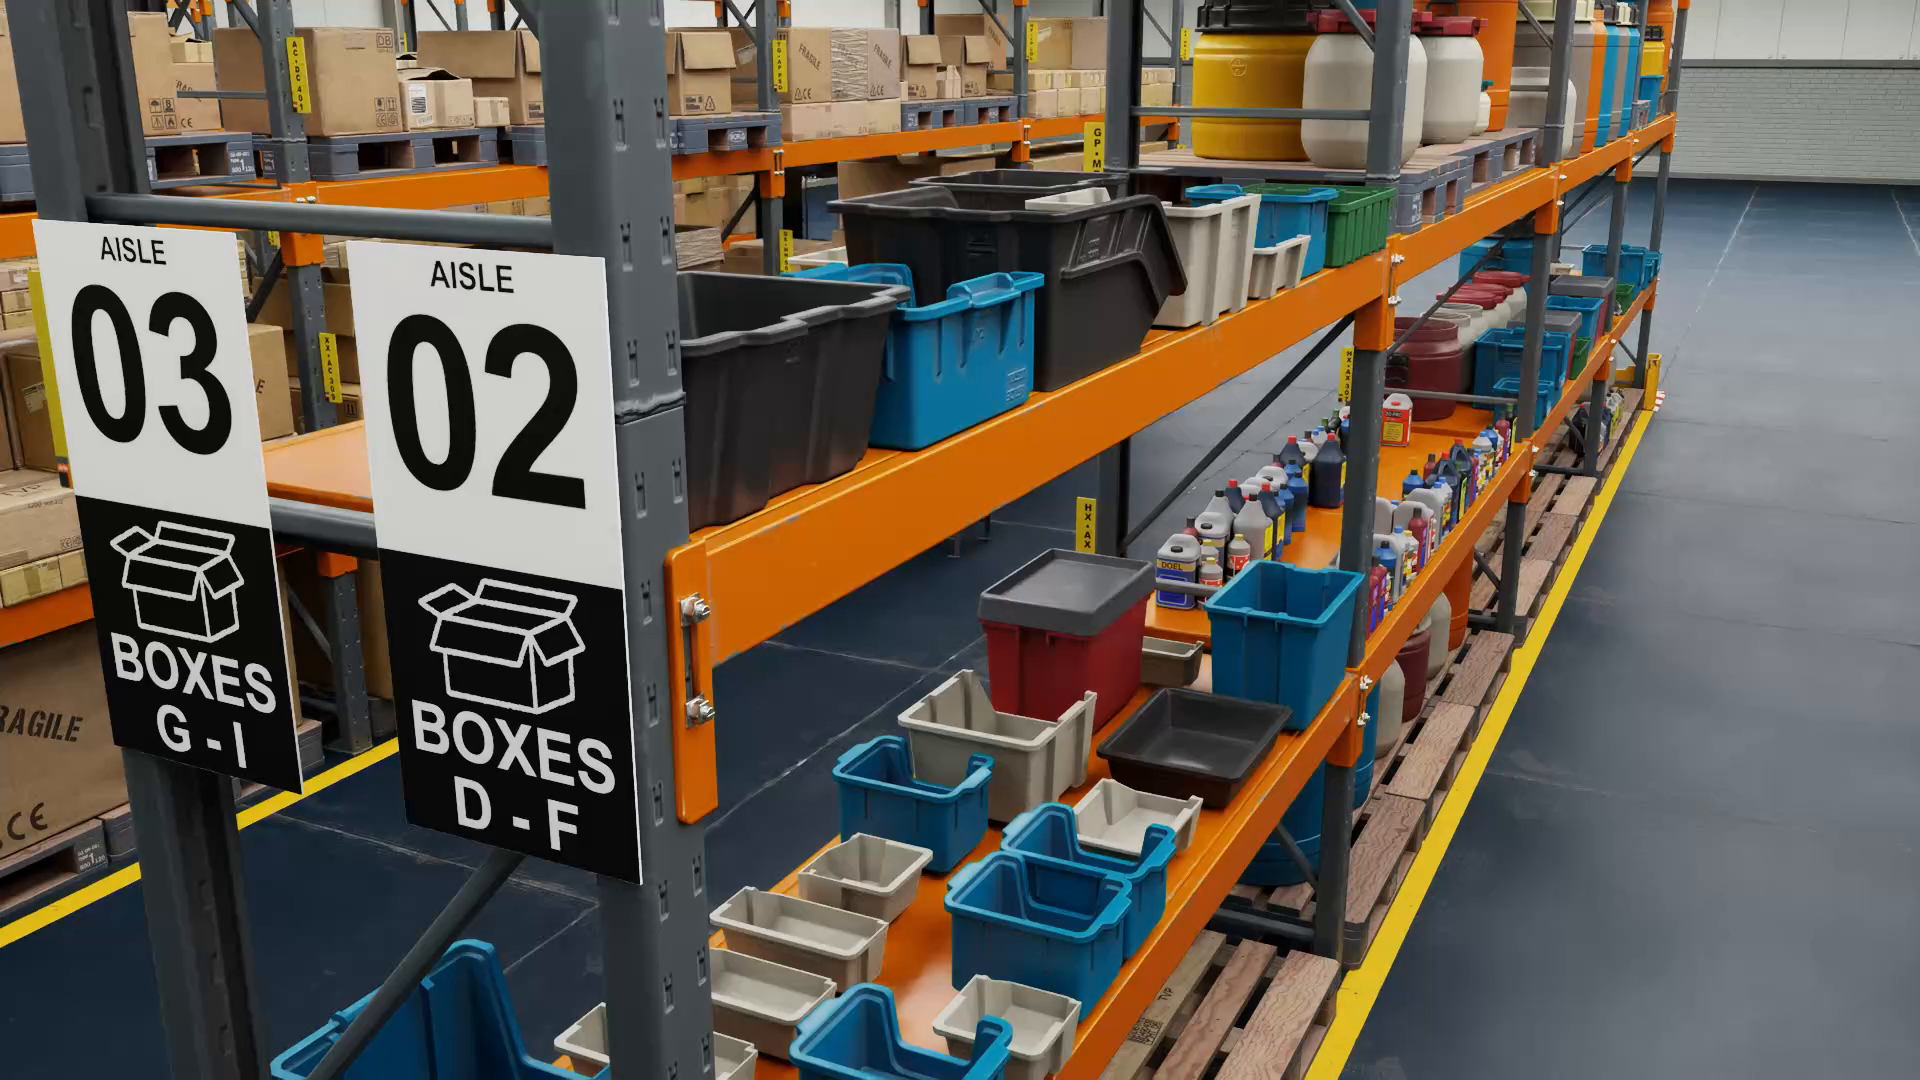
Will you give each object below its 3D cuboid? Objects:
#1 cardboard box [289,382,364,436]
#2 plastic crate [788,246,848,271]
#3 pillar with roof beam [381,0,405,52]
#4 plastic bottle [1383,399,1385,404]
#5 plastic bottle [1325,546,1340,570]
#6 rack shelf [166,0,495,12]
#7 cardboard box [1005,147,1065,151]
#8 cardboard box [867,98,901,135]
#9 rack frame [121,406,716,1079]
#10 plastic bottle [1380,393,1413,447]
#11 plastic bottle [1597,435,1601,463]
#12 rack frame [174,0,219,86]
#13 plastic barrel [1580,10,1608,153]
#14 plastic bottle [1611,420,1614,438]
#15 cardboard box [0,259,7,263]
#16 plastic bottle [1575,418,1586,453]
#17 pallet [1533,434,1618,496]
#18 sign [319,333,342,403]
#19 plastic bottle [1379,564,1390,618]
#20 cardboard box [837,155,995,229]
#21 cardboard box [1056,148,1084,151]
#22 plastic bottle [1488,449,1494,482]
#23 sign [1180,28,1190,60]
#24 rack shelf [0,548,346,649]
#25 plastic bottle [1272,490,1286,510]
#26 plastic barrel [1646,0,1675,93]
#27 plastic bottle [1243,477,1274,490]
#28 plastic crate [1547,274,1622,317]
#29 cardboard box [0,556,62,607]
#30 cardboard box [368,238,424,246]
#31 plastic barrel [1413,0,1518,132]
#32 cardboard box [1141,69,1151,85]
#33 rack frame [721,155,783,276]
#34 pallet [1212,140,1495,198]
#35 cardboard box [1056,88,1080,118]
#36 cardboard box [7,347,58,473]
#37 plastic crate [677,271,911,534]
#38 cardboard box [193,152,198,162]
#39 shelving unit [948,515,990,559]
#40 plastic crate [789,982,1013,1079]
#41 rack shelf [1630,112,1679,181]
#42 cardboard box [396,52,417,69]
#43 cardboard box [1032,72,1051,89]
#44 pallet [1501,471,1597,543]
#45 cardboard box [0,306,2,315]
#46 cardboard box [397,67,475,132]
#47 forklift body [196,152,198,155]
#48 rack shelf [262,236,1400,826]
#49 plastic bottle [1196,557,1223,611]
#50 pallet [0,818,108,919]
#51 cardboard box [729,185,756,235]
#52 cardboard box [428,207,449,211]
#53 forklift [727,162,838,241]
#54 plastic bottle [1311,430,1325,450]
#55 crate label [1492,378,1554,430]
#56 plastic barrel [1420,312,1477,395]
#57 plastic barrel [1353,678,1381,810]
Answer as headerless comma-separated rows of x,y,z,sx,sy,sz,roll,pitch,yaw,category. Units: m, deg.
-3.027,-0.559,8.461,0.500,0.500,0.500,8,18,26,cardboard box
-0.111,-0.646,4.125,0.437,0.136,0.530,8,18,25,plastic crate
-5.987,-9.167,27.083,9.100,9.000,0.400,8,18,25,pillar with roof beam
2.279,-0.685,9.282,0.152,0.276,0.135,8,18,25,plastic bottle
1.440,0.170,6.271,0.144,0.351,0.185,8,18,25,plastic bottle
-5.168,-4.950,14.850,1.077,0.370,4.000,8,18,25,rack shelf
0.746,-3.664,16.638,0.500,0.500,0.500,8,18,25,cardboard box
-0.781,-3.160,12.391,0.500,0.250,0.500,9,19,27,cardboard box
-0.813,1.224,2.636,1.000,3.000,0.127,8,18,25,rack frame
2.415,-0.666,9.216,0.152,0.276,0.135,8,18,25,plastic bottle
5.084,-0.761,13.338,0.097,0.271,0.097,0,17,0,plastic bottle
-8.747,-6.600,18.439,1.000,3.000,0.127,8,18,25,rack frame
3.615,-2.806,10.181,0.600,0.830,0.708,8,18,25,plastic barrel
5.513,-0.972,14.172,0.097,0.201,0.097,0,17,0,plastic bottle
-7.142,-1.976,12.067,0.380,0.149,0.250,8,18,25,cardboard box
5.108,-0.866,13.671,0.061,0.283,0.133,8,18,25,plastic bottle
4.887,-0.662,13.882,1.003,0.211,1.213,8,18,25,pallet
-2.959,-0.808,7.817,0.100,0.325,0.005,8,18,25,sign
1.615,0.195,6.447,0.097,0.201,0.097,0,17,0,plastic bottle
-0.362,-2.767,14.282,1.000,1.000,1.000,8,18,26,cardboard box
1.206,-3.599,16.418,0.500,0.500,0.500,8,18,25,cardboard box
2.661,-0.401,8.456,0.097,0.201,0.097,0,17,0,plastic bottle
2.393,-5.268,17.671,0.100,0.325,0.005,8,18,25,sign
-4.350,0.429,6.575,1.077,0.370,4.000,8,18,25,rack shelf
1.370,-0.085,7.269,0.097,0.271,0.097,0,17,0,plastic bottle
6.233,-4.557,15.338,0.600,0.830,0.708,8,18,25,plastic barrel
1.310,-0.133,7.422,0.152,0.276,0.135,8,18,25,plastic bottle
4.897,-1.920,13.330,0.767,0.338,0.504,8,18,25,plastic crate
-3.874,0.142,6.720,0.380,0.149,0.250,8,18,24,cardboard box
-5.169,-2.487,14.954,0.500,0.500,0.500,8,18,25,cardboard box
2.506,-2.515,8.463,0.600,0.830,0.708,8,18,25,plastic barrel
1.724,-4.727,16.965,0.380,0.149,0.250,8,18,26,cardboard box
-1.669,-1.444,11.618,1.000,3.000,0.127,8,18,25,rack frame
1.742,-1.644,7.354,1.003,0.211,1.213,8,18,25,pallet
0.780,-4.046,15.375,0.500,0.250,0.500,8,18,25,cardboard box
-3.650,-0.577,7.123,0.500,0.500,0.500,8,18,26,cardboard box
-0.391,-0.214,2.438,0.497,0.269,0.590,8,18,25,plastic crate
-11.307,-5.608,24.323,0.380,0.149,0.250,8,18,26,cardboard box
-0.074,-0.964,11.583,0.431,2.100,0.503,8,18,25,shelving unit
-0.114,1.087,3.286,0.416,0.233,0.300,8,18,25,plastic crate
5.443,-3.435,14.317,1.077,0.370,4.000,8,18,25,rack shelf
-5.088,-4.160,14.738,0.500,0.311,0.500,8,18,24,cardboard box
0.597,-4.140,14.990,0.380,0.149,0.250,7,18,23,cardboard box
4.233,-0.291,12.634,1.003,0.211,1.213,8,18,25,pallet
-6.798,-1.615,11.374,0.380,0.149,0.250,9,19,28,cardboard box
-2.886,-2.290,8.616,0.500,0.311,0.500,7,18,23,cardboard box
-10.617,-4.251,22.560,2.313,2.155,1.214,8,18,25,forklift body
0.081,-0.379,4.026,1.077,0.370,4.000,8,18,25,rack shelf
0.981,0.170,6.533,0.097,0.201,0.097,0,17,0,plastic bottle
-4.410,1.407,6.916,1.003,0.211,1.213,8,18,25,pallet
-2.838,-3.967,19.850,0.875,0.550,0.550,8,18,25,cardboard box
-5.171,-3.131,15.367,0.700,0.500,0.500,8,18,25,cardboard box
-1.501,-2.486,15.245,1.130,2.935,3.031,7,18,23,forklift
1.790,-0.422,8.402,0.097,0.271,0.097,0,17,0,plastic bottle
3.285,-0.793,9.721,0.303,0.233,0.416,8,18,25,crate label
3.030,-1.157,10.454,0.421,0.512,0.421,0,17,0,plastic barrel
1.549,0.693,7.372,0.600,0.901,0.708,8,18,25,plastic barrel
